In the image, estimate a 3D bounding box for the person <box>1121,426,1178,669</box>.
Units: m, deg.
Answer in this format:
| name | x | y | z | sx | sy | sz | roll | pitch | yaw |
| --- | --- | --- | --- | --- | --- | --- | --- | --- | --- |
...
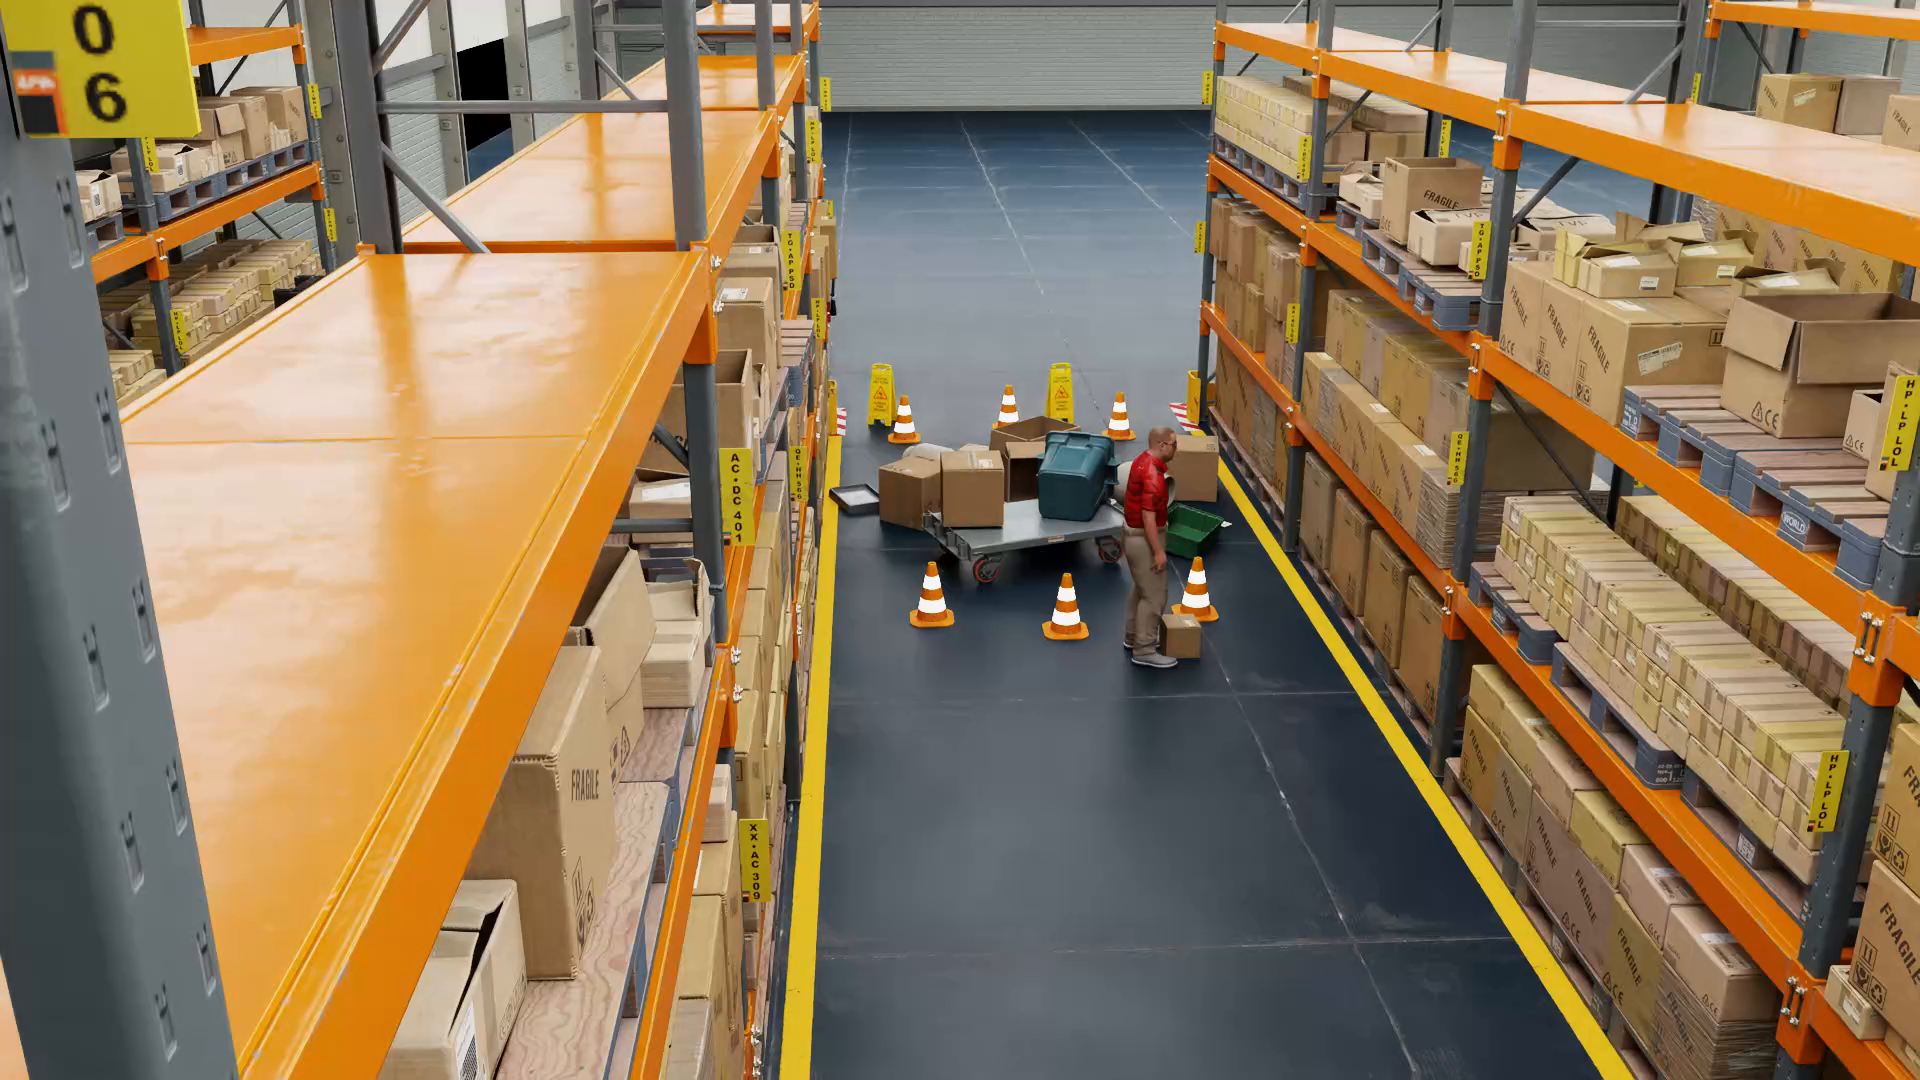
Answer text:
| name | x | y | z | sx | sy | sz | roll | pitch | yaw |
| --- | --- | --- | --- | --- | --- | --- | --- | --- | --- |
| person | 1.358 | 0.022 | 11.890 | 0.395 | 1.727 | 0.587 | -1 | 20 | -3 |
